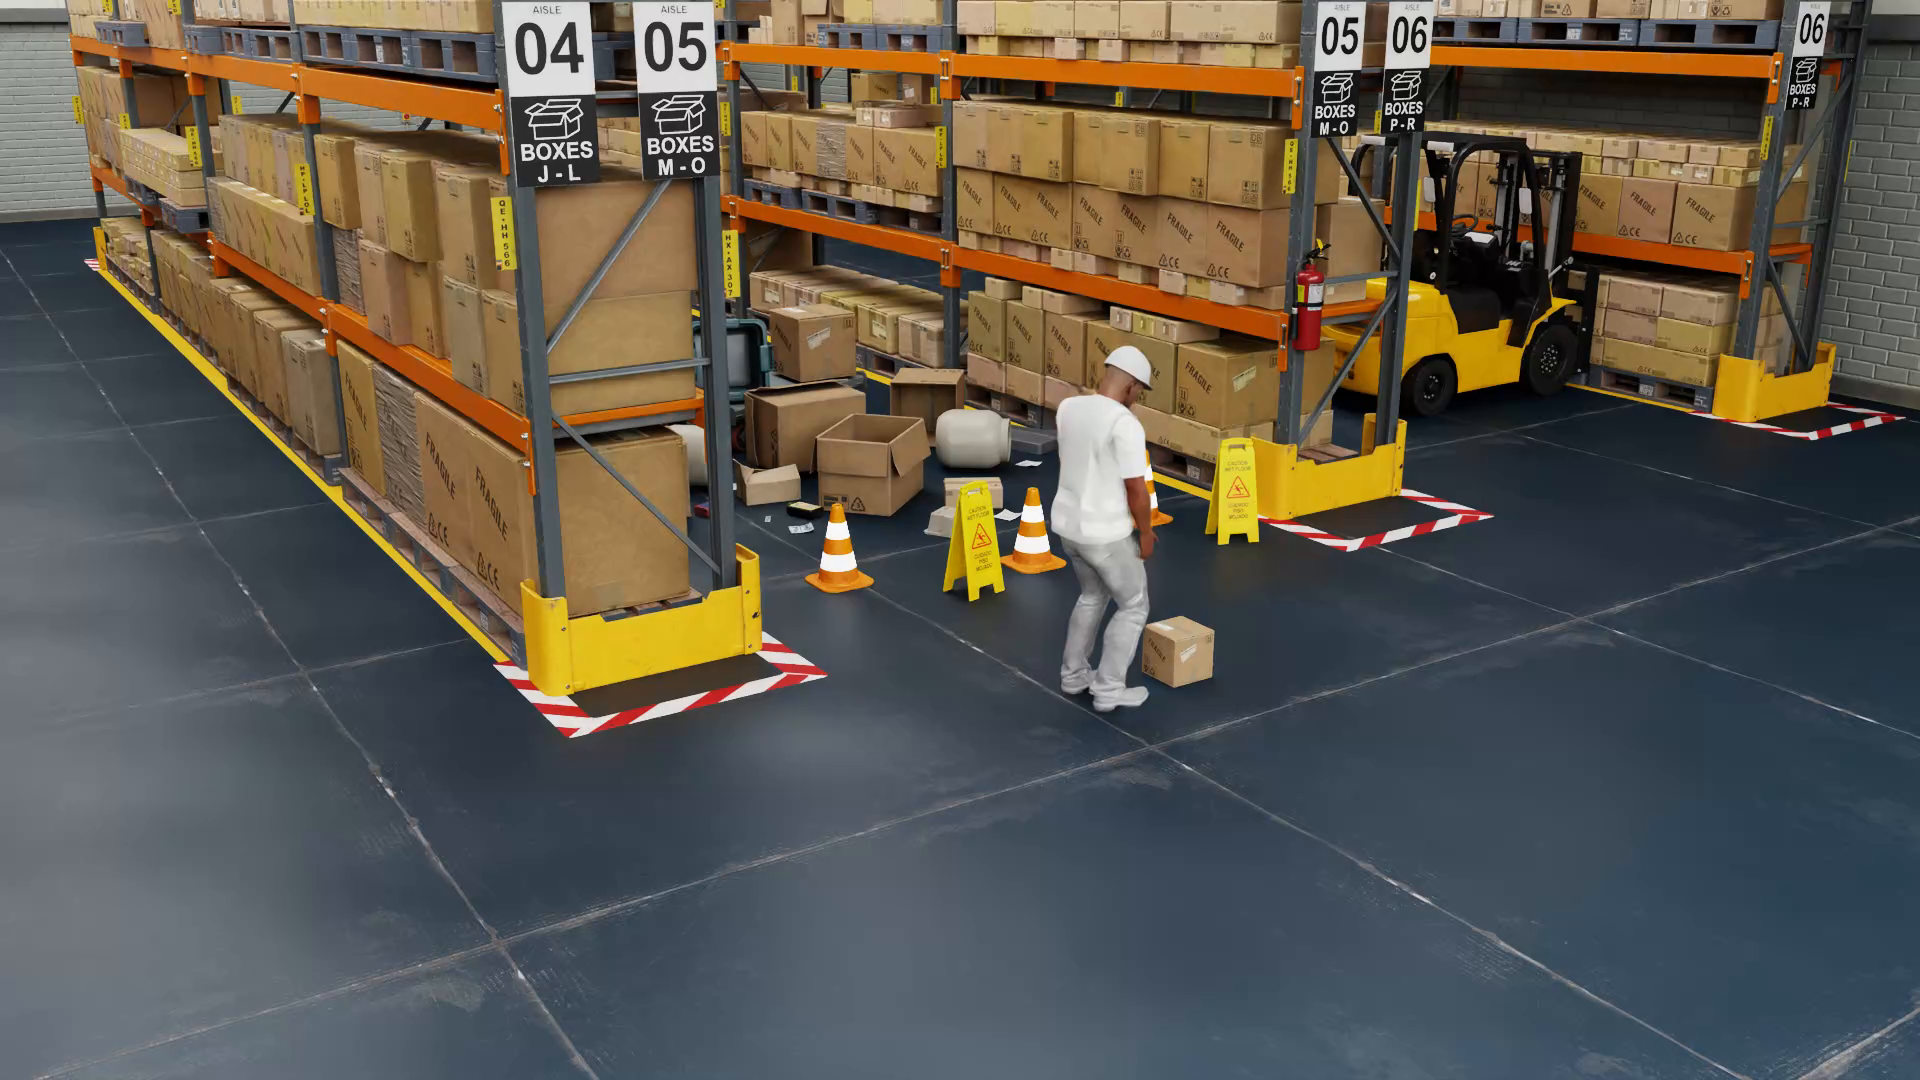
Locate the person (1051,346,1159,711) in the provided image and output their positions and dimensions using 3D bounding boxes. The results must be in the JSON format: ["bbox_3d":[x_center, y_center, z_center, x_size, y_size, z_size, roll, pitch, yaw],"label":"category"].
[{"bbox_3d":[0.679,-0.064,7.834,0.491,1.696,0.599,-11,21,-30],"label":"person"}]
